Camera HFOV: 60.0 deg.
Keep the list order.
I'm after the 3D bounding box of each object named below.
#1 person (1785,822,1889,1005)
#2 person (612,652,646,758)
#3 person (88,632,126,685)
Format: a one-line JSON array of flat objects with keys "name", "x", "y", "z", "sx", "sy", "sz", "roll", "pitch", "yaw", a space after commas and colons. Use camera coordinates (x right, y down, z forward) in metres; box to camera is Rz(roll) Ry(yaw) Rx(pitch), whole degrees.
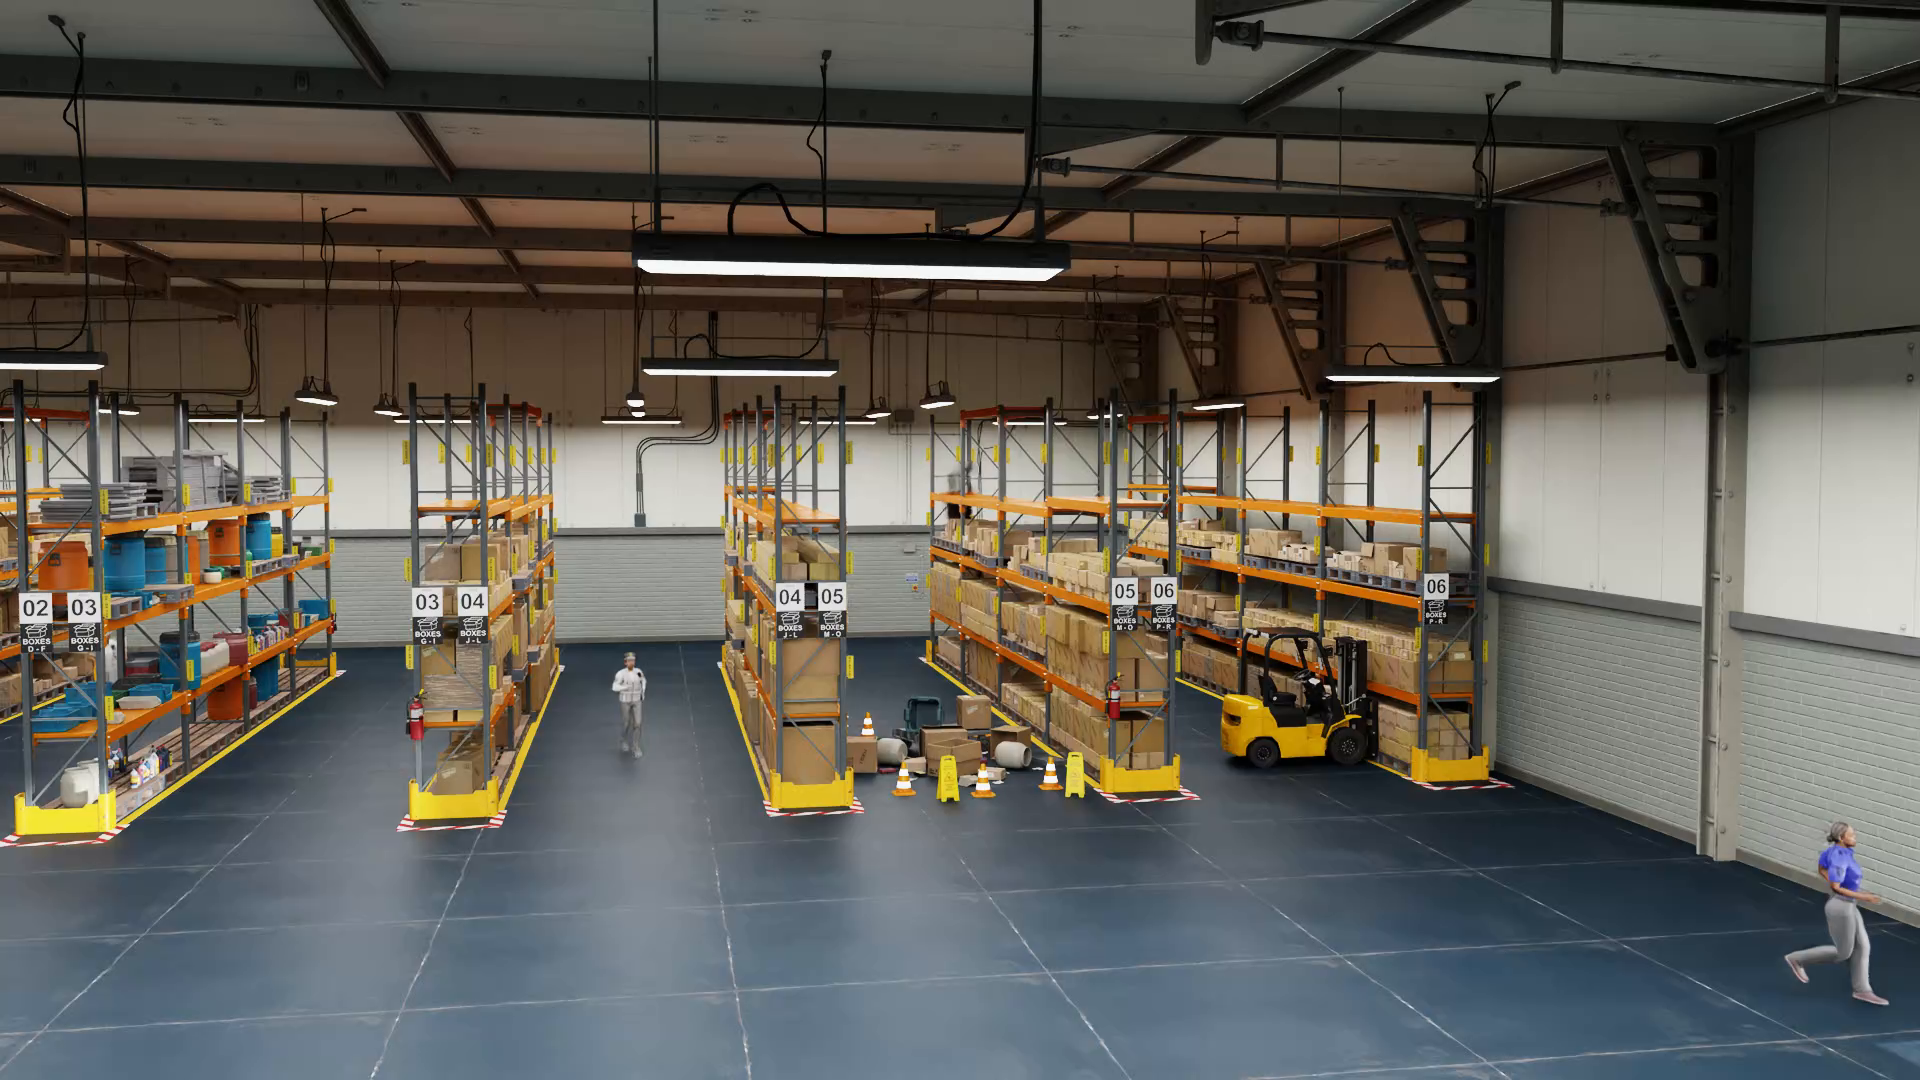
[{"name": "person", "x": 8.074, "y": 3.408, "z": 15.288, "sx": 0.851, "sy": 1.649, "sz": 0.579, "roll": 2, "pitch": 3, "yaw": 30}, {"name": "person", "x": -5.489, "y": 2.720, "z": 27.715, "sx": 0.605, "sy": 1.708, "sz": 0.852, "roll": -1, "pitch": 3, "yaw": -23}, {"name": "person", "x": -16.449, "y": 2.567, "z": 32.066, "sx": 0.614, "sy": 1.738, "sz": 0.737, "roll": -1, "pitch": 3, "yaw": -18}]
